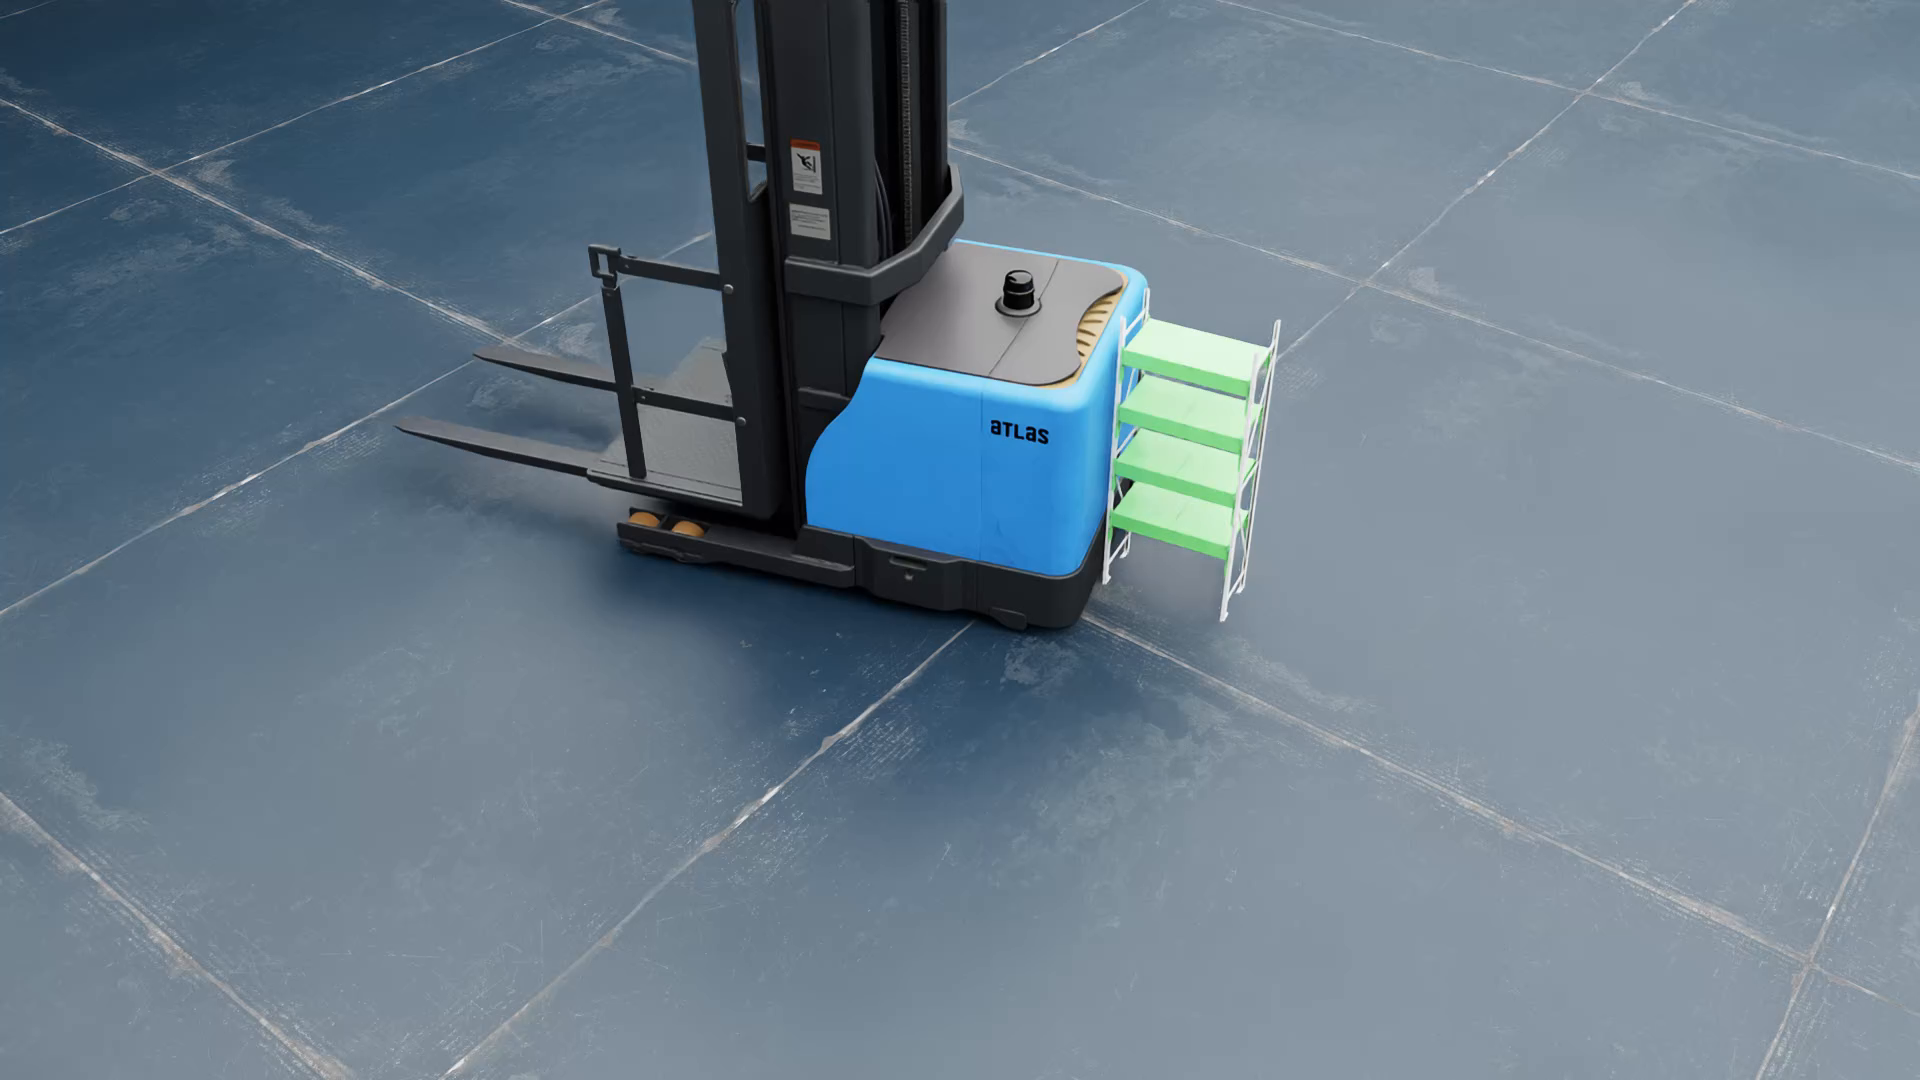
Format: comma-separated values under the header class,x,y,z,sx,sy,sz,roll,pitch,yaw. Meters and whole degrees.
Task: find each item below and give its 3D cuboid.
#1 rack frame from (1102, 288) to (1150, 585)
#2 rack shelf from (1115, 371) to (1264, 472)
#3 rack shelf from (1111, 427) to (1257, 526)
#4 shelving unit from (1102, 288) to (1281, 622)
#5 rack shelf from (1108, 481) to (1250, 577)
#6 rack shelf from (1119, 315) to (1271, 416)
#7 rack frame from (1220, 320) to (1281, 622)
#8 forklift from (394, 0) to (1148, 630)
class,x,y,z,sx,sy,sz,roll,pitch,yaw
rack frame,0.620,-0.363,6.241,0.015,1.200,0.240,18,41,21
rack shelf,0.837,-0.433,6.045,0.480,0.148,0.258,18,41,21
rack shelf,0.837,-0.244,6.193,0.480,0.148,0.258,18,41,21
shelving unit,0.837,-0.295,6.153,0.503,1.200,0.258,18,41,21
rack shelf,0.837,-0.055,6.340,0.480,0.148,0.258,18,41,21
rack shelf,0.837,-0.622,5.897,0.480,0.148,0.258,18,41,21
rack frame,1.054,-0.226,6.065,0.015,1.200,0.240,18,41,21
forklift,-0.845,-1.356,6.104,3.031,2.935,1.130,12,40,15
